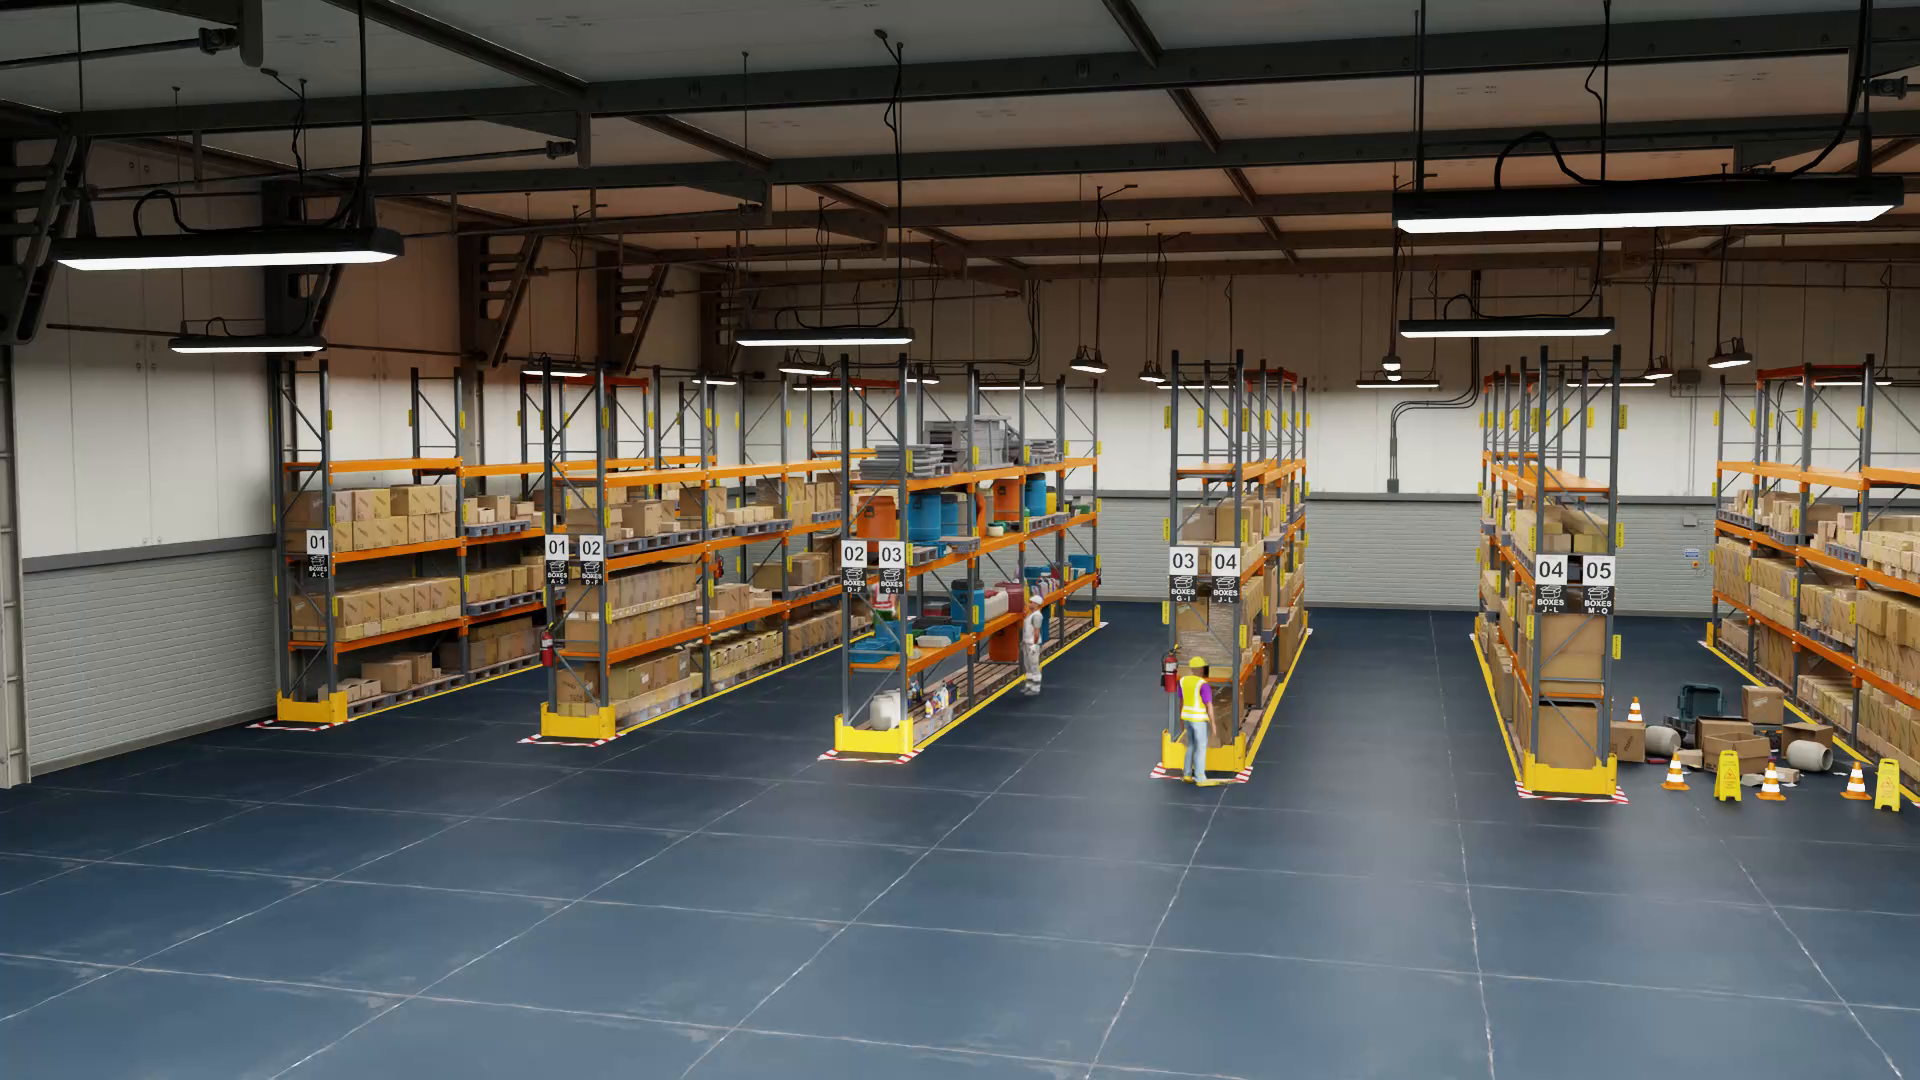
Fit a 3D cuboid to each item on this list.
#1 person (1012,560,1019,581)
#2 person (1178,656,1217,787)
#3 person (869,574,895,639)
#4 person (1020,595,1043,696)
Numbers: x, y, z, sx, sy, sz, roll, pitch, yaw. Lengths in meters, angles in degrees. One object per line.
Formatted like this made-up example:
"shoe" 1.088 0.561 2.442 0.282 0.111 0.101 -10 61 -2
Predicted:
"person" 1.517 1.215 41.771 0.431 1.556 0.946 0 4 0
"person" 3.282 2.515 22.808 0.406 1.842 0.631 -3 5 -31
"person" -1.686 1.523 35.982 0.619 1.731 1.048 1 4 9
"person" 1.291 1.891 30.090 0.390 1.789 0.598 -1 4 -18
